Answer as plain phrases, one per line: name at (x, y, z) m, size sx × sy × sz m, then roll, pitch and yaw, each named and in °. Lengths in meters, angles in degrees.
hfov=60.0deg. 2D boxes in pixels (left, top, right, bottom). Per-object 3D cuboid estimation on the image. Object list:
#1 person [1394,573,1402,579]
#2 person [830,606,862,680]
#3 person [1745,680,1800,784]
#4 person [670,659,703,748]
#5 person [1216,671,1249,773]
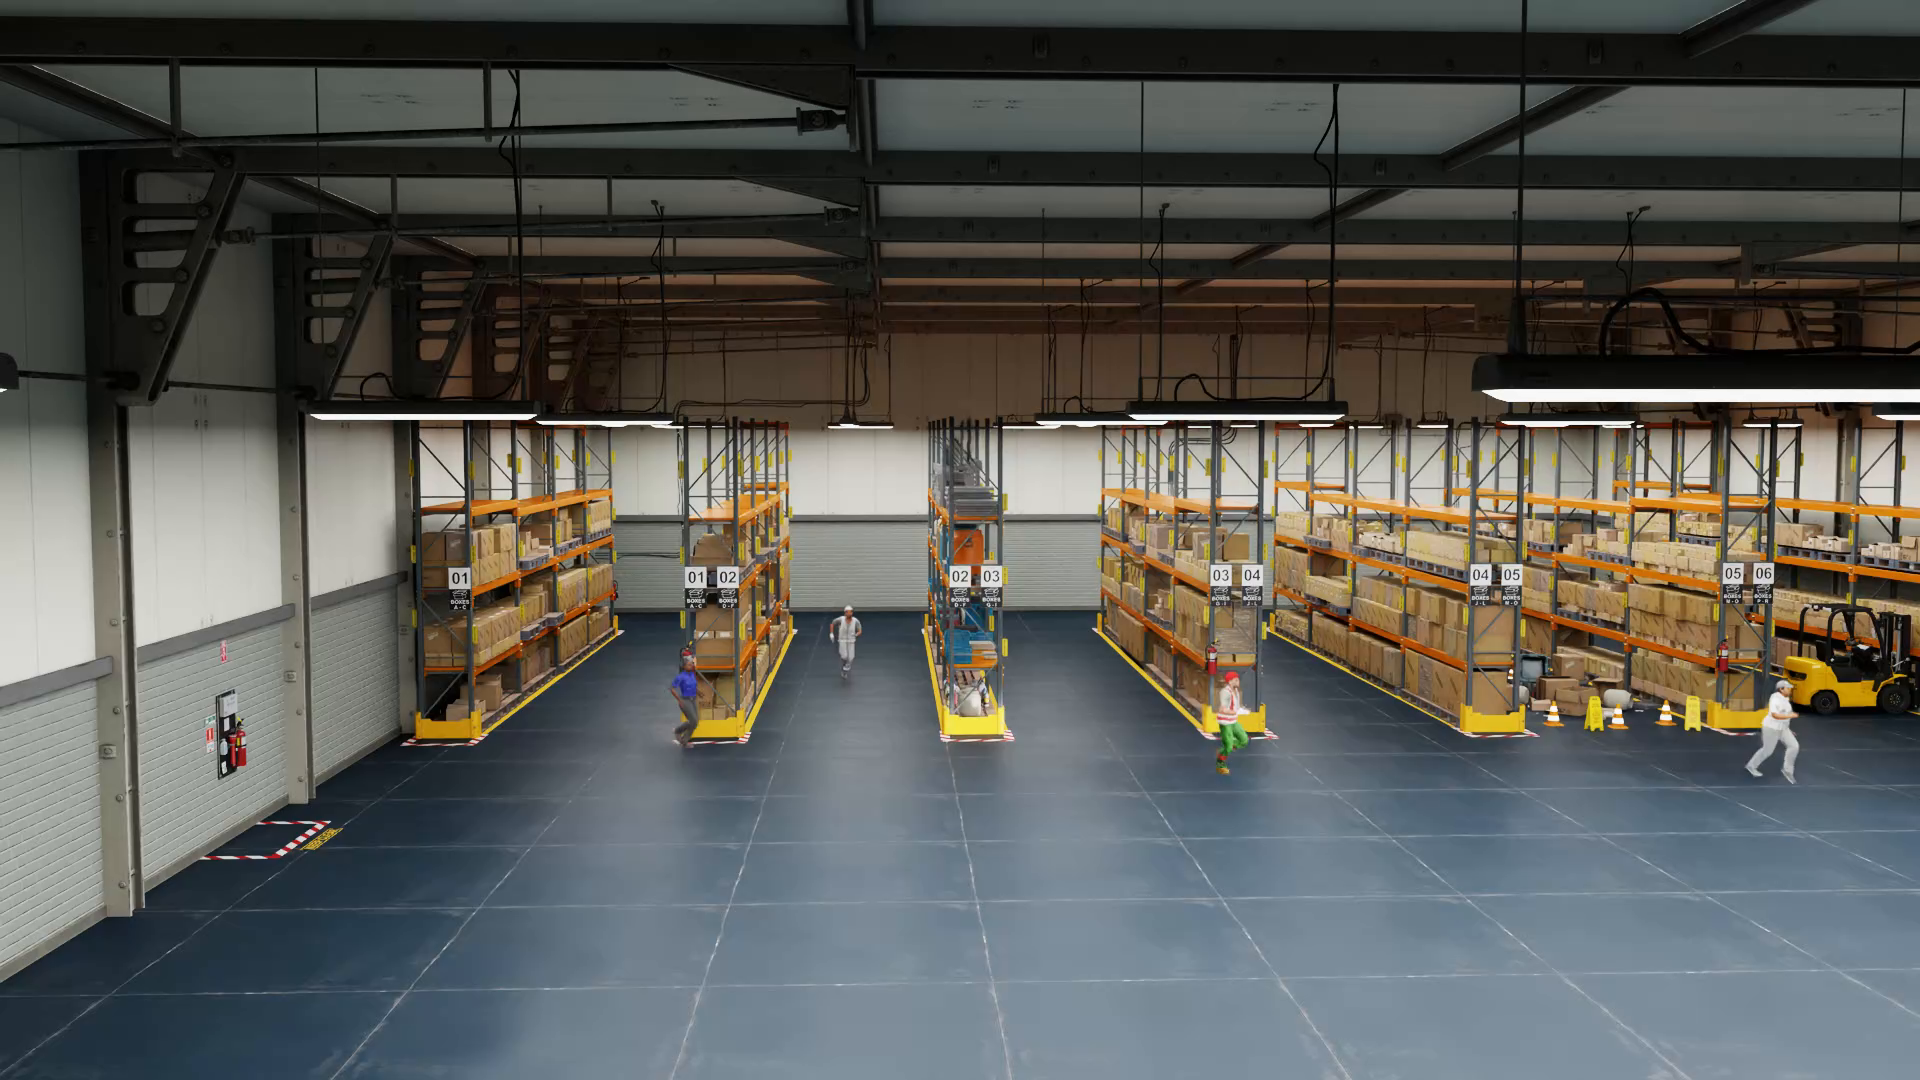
person at (12.975, 1.684, 49.342) m, size 0.641 × 1.681 × 0.598 m, roll 0°, pitch 4°, yaw 3°
person at (-2.596, 2.371, 38.032) m, size 0.709 × 1.726 × 0.647 m, roll -1°, pitch 4°, yaw -10°
person at (13.325, 3.129, 27.245) m, size 0.832 × 1.708 × 0.626 m, roll 4°, pitch 5°, yaw 45°
person at (-4.897, 2.961, 30.065) m, size 0.544 × 1.616 × 0.551 m, roll 2°, pitch 4°, yaw 30°
person at (4.546, 3.042, 27.696) m, size 0.657 × 1.728 × 0.707 m, roll 3°, pitch 4°, yaw 34°
